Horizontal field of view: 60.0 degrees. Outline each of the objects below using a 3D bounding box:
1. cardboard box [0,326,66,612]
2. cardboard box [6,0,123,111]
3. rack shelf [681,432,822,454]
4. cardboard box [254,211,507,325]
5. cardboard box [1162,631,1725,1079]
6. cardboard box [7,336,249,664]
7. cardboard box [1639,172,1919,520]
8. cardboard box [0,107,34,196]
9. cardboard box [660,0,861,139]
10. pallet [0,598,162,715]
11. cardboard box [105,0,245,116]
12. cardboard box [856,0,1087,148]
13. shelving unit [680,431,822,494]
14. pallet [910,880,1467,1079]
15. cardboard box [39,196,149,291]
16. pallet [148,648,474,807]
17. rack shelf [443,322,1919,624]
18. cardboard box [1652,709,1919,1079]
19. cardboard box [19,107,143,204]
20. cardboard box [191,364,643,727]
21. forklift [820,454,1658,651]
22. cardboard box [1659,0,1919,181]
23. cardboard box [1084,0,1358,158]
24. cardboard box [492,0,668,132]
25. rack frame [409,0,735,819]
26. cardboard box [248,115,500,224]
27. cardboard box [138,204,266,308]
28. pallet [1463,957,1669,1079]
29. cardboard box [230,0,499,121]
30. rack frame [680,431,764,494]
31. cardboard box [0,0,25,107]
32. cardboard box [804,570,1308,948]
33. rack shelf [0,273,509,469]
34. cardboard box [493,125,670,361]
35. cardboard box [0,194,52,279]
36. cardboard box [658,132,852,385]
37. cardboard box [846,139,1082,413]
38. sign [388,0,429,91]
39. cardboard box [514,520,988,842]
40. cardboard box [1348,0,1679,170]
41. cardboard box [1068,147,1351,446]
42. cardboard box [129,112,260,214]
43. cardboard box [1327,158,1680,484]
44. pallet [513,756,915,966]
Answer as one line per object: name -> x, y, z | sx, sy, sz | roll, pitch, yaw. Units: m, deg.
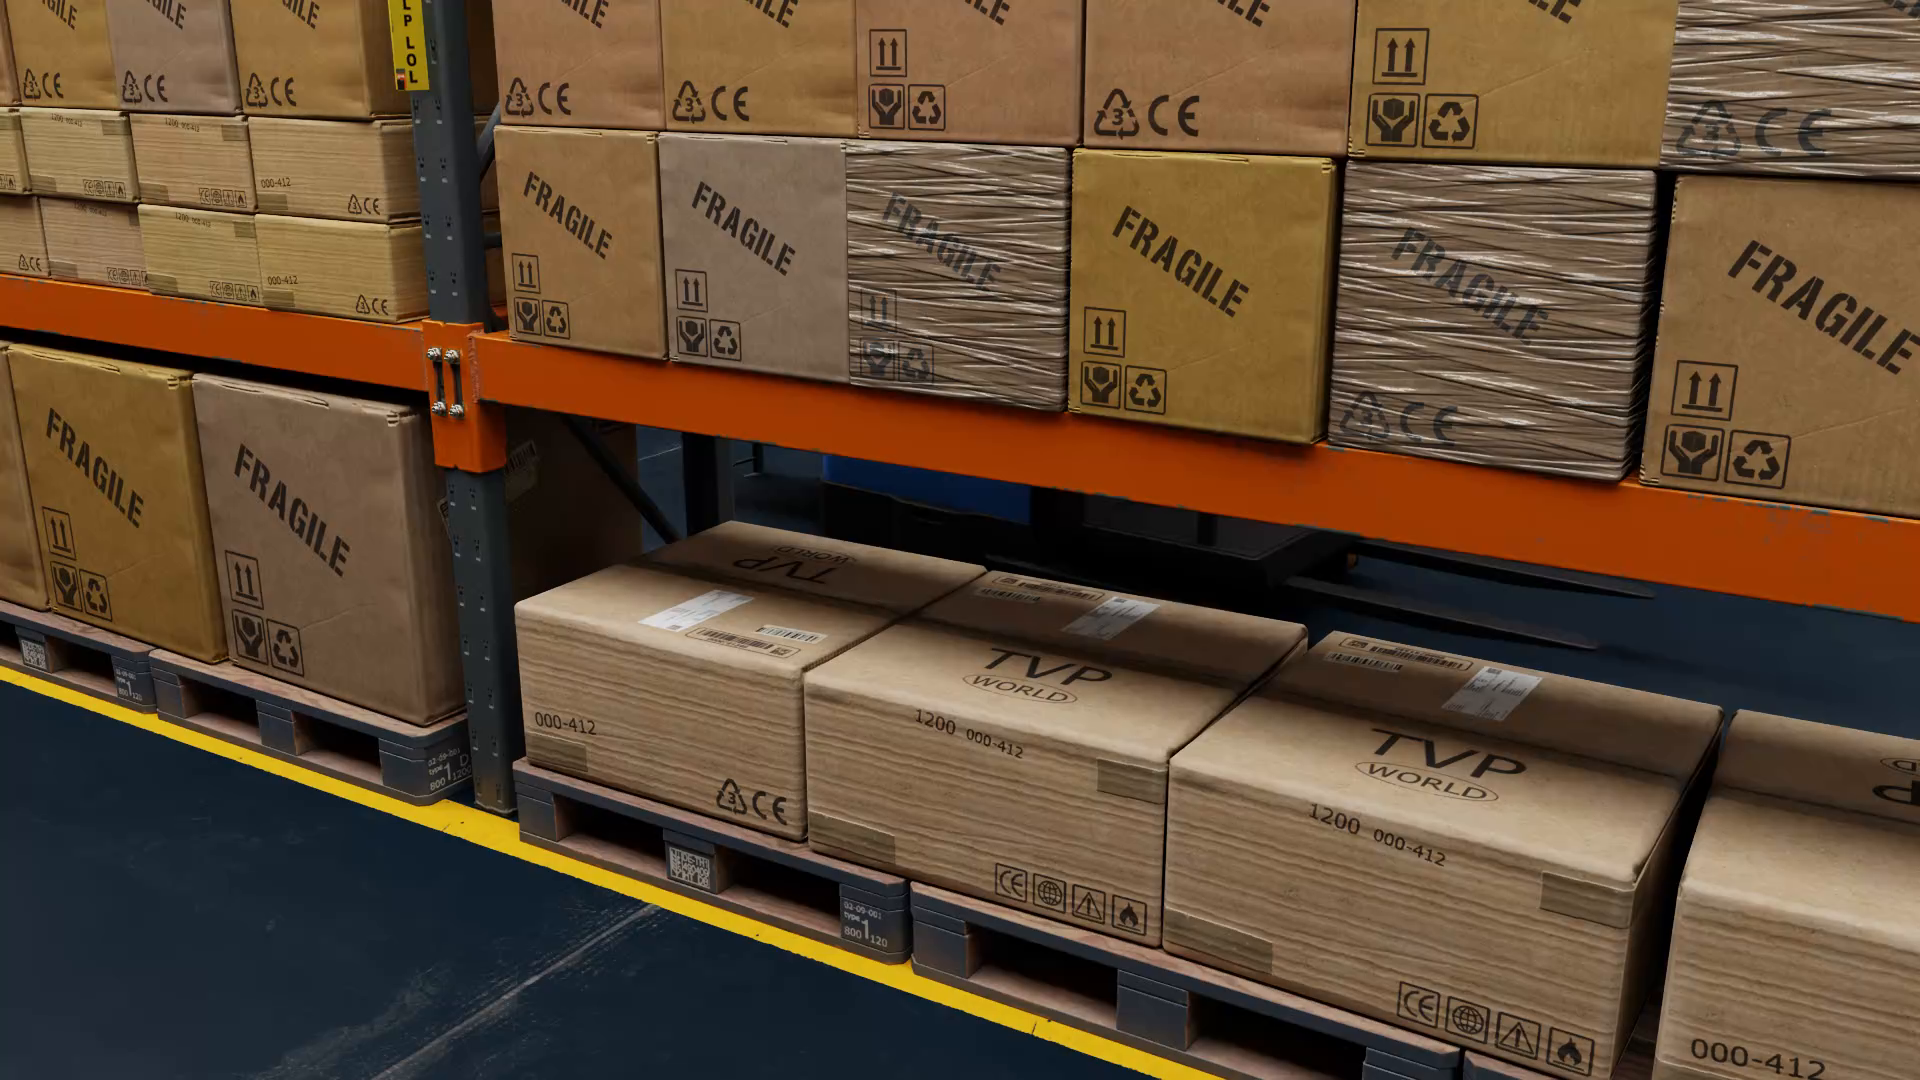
cardboard box -> -3.104, -0.356, 5.825 | 0.875, 0.875, 0.875 | 10, 20, 31
cardboard box -> -2.377, -1.516, 4.820 | 0.500, 0.500, 0.500 | 11, 20, 32
rack shelf -> -0.695, -0.480, 7.366 | 1.000, 0.278, 0.538 | 13, 21, 36
cardboard box -> -1.512, -0.760, 4.479 | 0.500, 0.250, 0.500 | 10, 19, 29
cardboard box -> 1.011, 0.595, 3.447 | 0.875, 0.438, 0.875 | 11, 20, 32
cardboard box -> -2.342, -0.220, 5.377 | 0.875, 0.875, 0.875 | 11, 20, 32
cardboard box -> 1.441, -0.353, 2.710 | 0.500, 0.500, 0.500 | 10, 19, 29
cardboard box -> -2.821, -1.225, 5.151 | 0.500, 0.250, 0.500 | 11, 20, 31
cardboard box -> -0.292, -1.141, 3.584 | 0.500, 0.500, 0.500 | 10, 19, 29
pallet -> -2.739, 0.225, 5.778 | 1.213, 0.211, 1.003 | 10, 20, 30
cardboard box -> -1.955, -1.434, 4.550 | 0.500, 0.500, 0.500 | 11, 20, 31
cardboard box -> 0.139, -1.060, 3.318 | 0.500, 0.500, 0.500 | 11, 20, 31
shelving unit -> -0.695, -0.714, 7.295 | 1.048, 1.125, 0.538 | 13, 21, 36
pallet -> 0.653, 0.829, 3.789 | 1.213, 0.211, 1.003 | 10, 20, 30
cardboard box -> -2.366, -0.919, 5.003 | 0.500, 0.250, 0.500 | 10, 19, 29
pallet -> -1.695, 0.410, 5.168 | 1.213, 0.211, 1.003 | 10, 20, 30
rack shelf -> 0.706, -0.177, 3.541 | 4.000, 0.370, 1.077 | 10, 20, 30
cardboard box -> 1.796, 0.732, 2.995 | 0.875, 0.438, 0.875 | 9, 19, 28
cardboard box -> -2.375, -1.151, 4.908 | 0.500, 0.250, 0.500 | 11, 20, 31
cardboard box -> -1.568, -0.084, 4.931 | 0.875, 0.875, 0.875 | 11, 20, 32
forklift -> 0.918, -1.203, 5.797 | 3.031, 2.935, 1.130 | 13, 21, 36
cardboard box -> 1.414, -0.830, 2.560 | 0.500, 0.500, 0.500 | 10, 20, 30
cardboard box -> 0.567, -0.983, 3.064 | 0.500, 0.500, 0.500 | 10, 20, 30
cardboard box -> -0.719, -1.219, 3.842 | 0.500, 0.500, 0.500 | 10, 20, 30
rack frame -> -0.998, -0.826, 4.438 | 0.127, 3.000, 1.000 | 10, 20, 30
cardboard box -> -1.501, -1.000, 4.410 | 0.500, 0.250, 0.500 | 10, 20, 30
cardboard box -> -1.946, -0.837, 4.735 | 0.500, 0.250, 0.500 | 10, 19, 29
pallet -> 1.688, 1.015, 3.177 | 1.213, 0.211, 1.003 | 10, 20, 30
cardboard box -> -1.510, -1.358, 4.297 | 0.500, 0.500, 0.500 | 11, 20, 32
rack frame -> -1.099, -0.803, 7.591 | 0.032, 1.125, 0.500 | 13, 21, 36
cardboard box -> -2.826, -1.591, 5.067 | 0.500, 0.500, 0.500 | 10, 20, 31
cardboard box -> 0.244, 0.458, 3.900 | 0.875, 0.438, 0.875 | 9, 19, 28
rack shelf -> -2.702, -0.786, 5.544 | 4.000, 0.370, 1.077 | 10, 20, 30
cardboard box -> -0.735, -0.737, 3.975 | 0.500, 0.500, 0.500 | 11, 20, 32
cardboard box -> -2.808, -0.996, 5.258 | 0.500, 0.250, 0.500 | 10, 20, 30
cardboard box -> -0.309, -0.660, 3.720 | 0.500, 0.500, 0.500 | 10, 20, 30
cardboard box -> 0.112, -0.582, 3.465 | 0.500, 0.500, 0.500 | 10, 20, 30
sign -> -1.274, -1.206, 3.834 | 0.005, 0.325, 0.100 | 10, 20, 30
cardboard box -> -0.519, 0.322, 4.347 | 0.875, 0.438, 0.875 | 10, 19, 29
cardboard box -> 0.995, -0.906, 2.810 | 0.500, 0.500, 0.500 | 10, 20, 30
cardboard box -> 0.551, -0.504, 3.207 | 0.500, 0.500, 0.500 | 11, 20, 32
cardboard box -> -1.931, -1.074, 4.654 | 0.500, 0.250, 0.500 | 11, 20, 31
cardboard box -> 0.998, -0.429, 2.959 | 0.500, 0.500, 0.500 | 11, 20, 32
pallet -> -0.391, 0.644, 4.399 | 1.213, 0.211, 1.003 | 10, 20, 30
